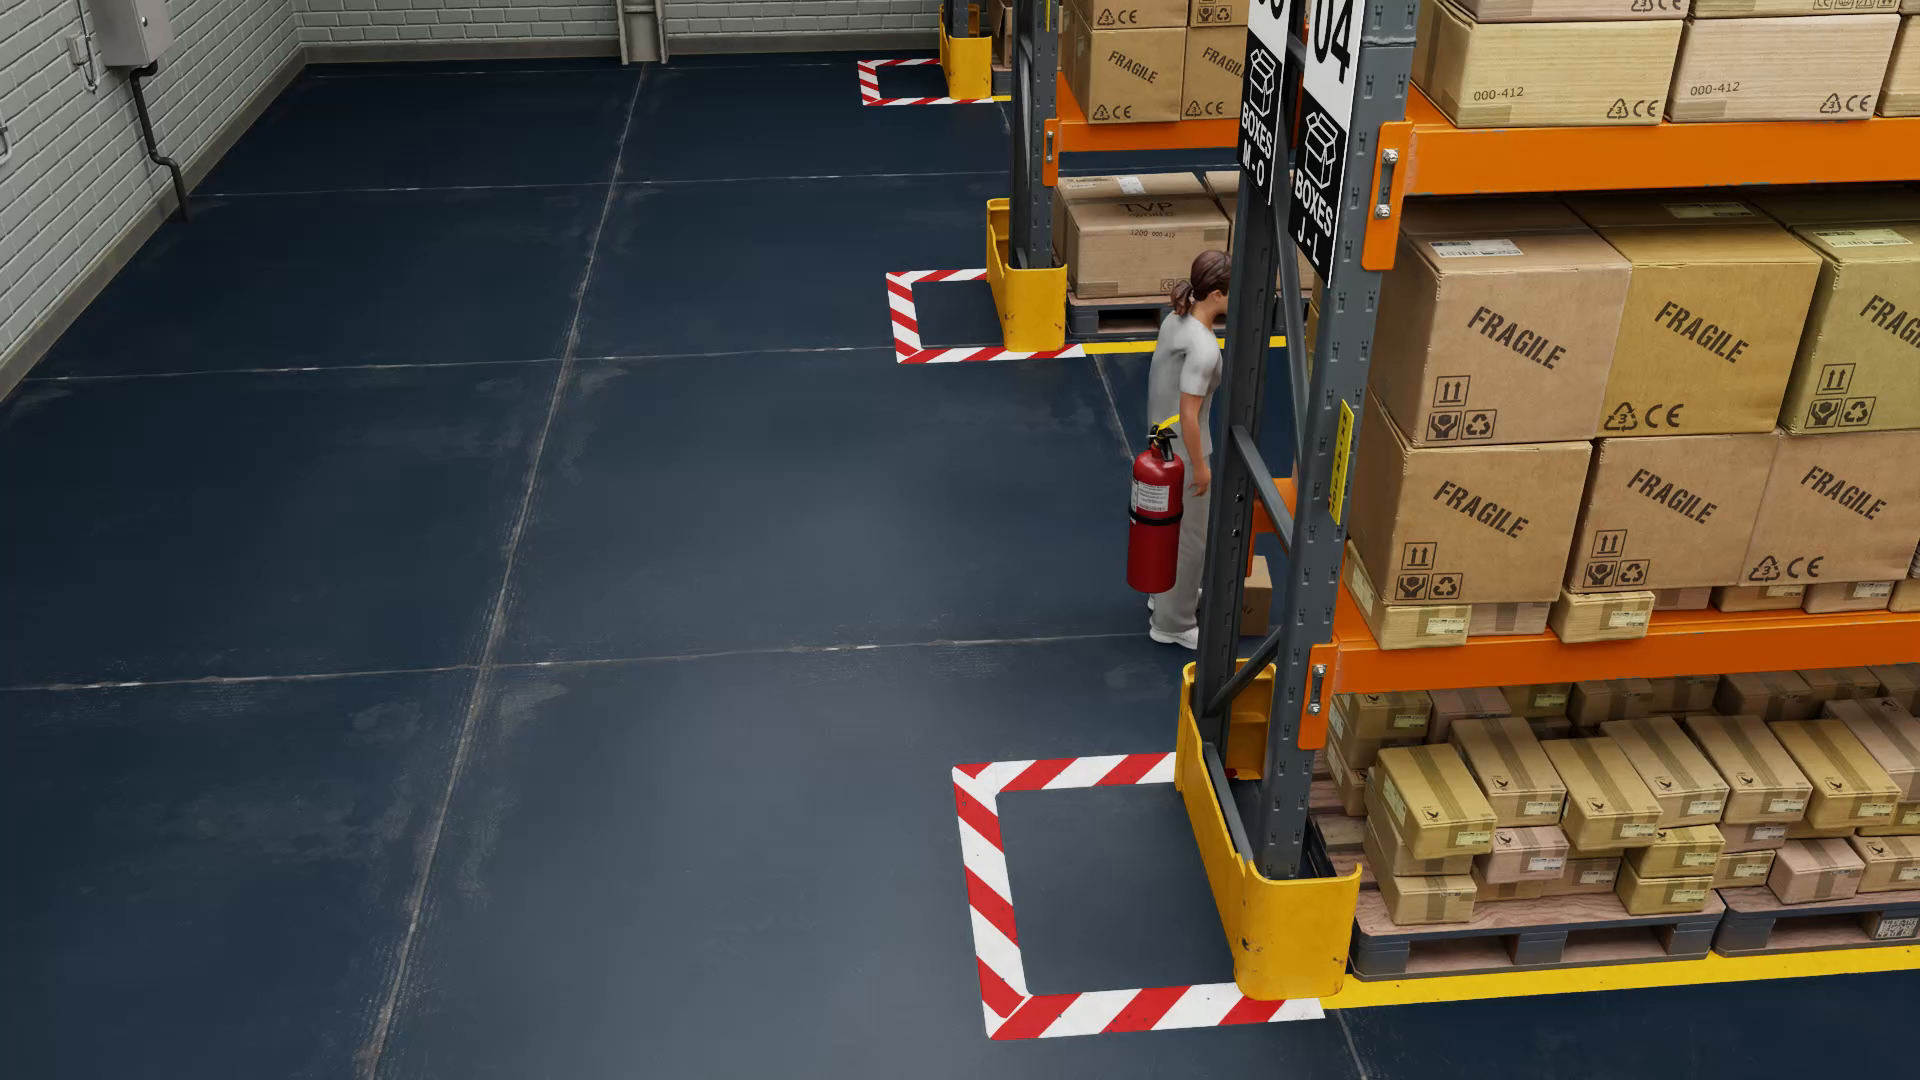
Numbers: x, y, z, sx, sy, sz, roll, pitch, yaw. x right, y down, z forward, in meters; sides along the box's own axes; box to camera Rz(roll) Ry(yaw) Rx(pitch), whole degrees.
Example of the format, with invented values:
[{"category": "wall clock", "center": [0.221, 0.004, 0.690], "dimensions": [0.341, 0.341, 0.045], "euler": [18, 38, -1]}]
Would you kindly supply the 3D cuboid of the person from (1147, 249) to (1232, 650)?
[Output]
[{"category": "person", "center": [0.939, -0.373, 6.752], "dimensions": [0.371, 1.671, 0.502], "euler": [0, 31, 0]}]
